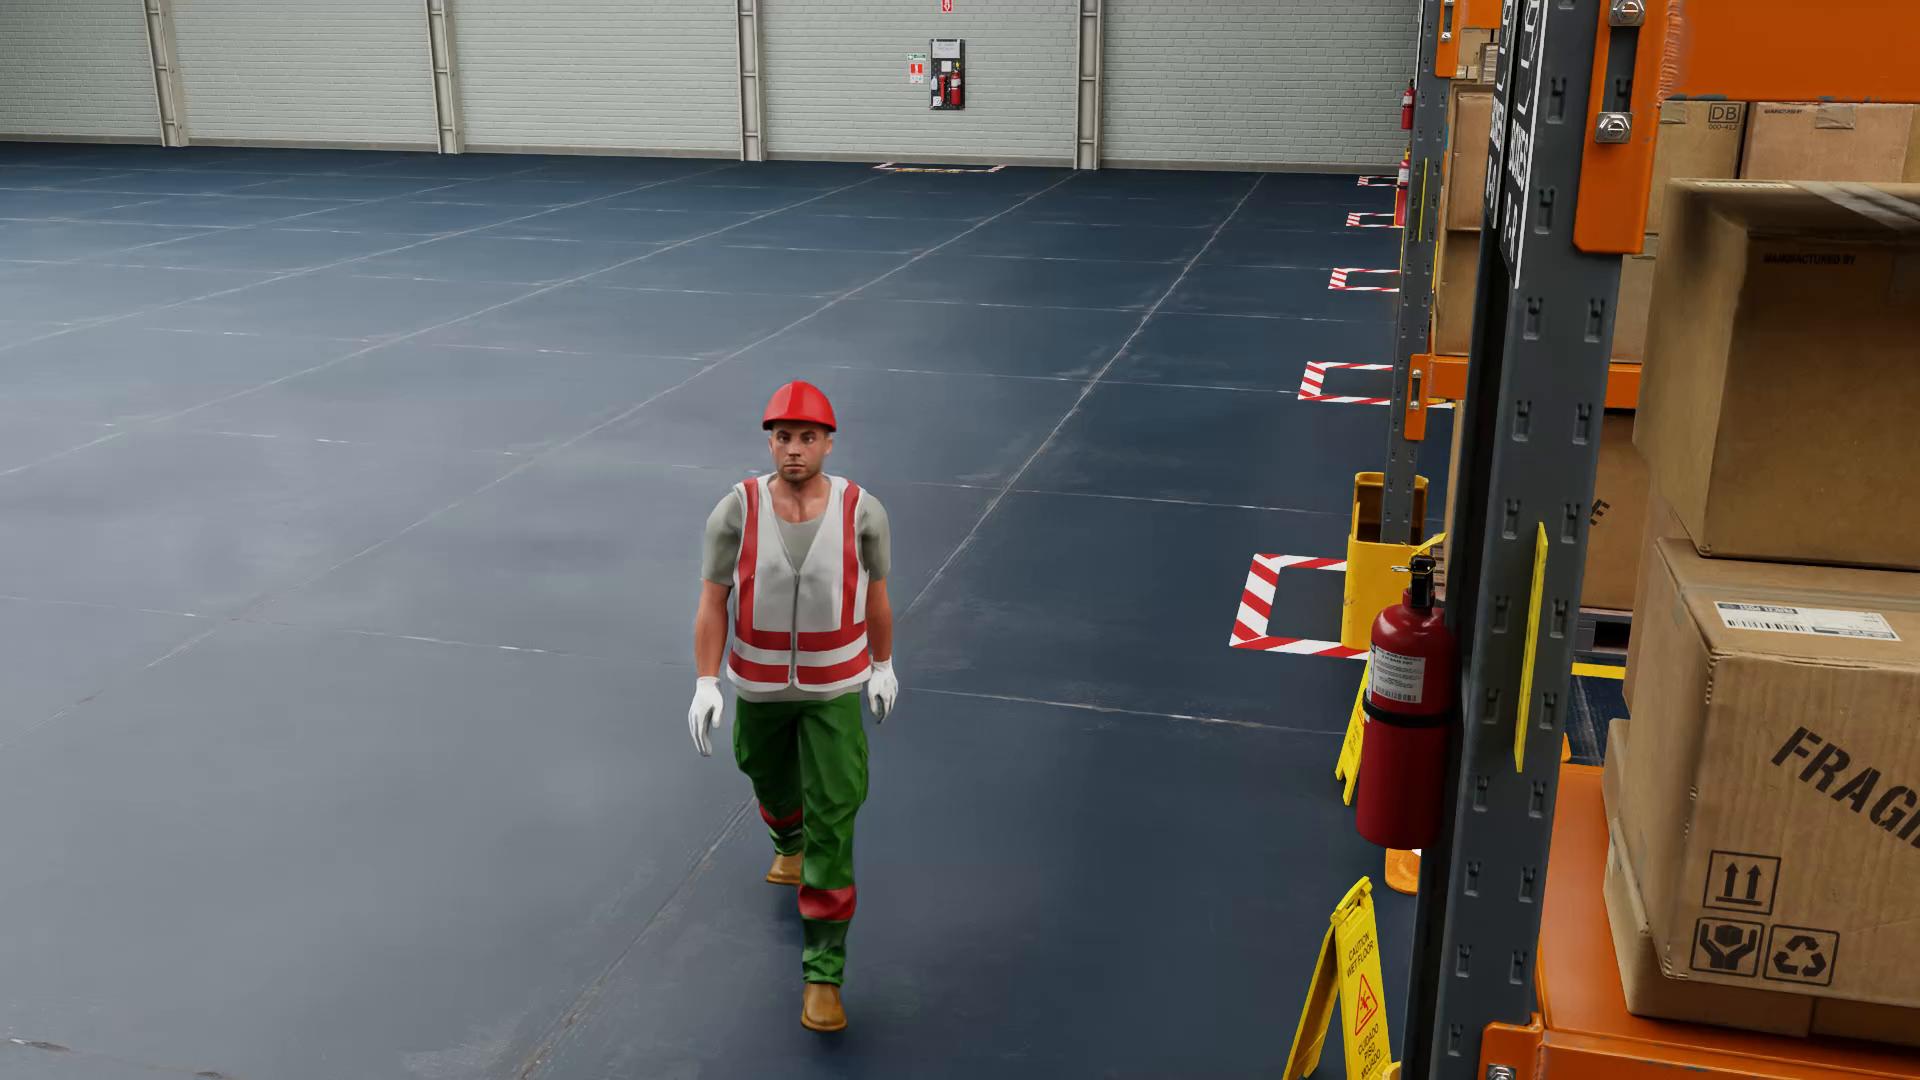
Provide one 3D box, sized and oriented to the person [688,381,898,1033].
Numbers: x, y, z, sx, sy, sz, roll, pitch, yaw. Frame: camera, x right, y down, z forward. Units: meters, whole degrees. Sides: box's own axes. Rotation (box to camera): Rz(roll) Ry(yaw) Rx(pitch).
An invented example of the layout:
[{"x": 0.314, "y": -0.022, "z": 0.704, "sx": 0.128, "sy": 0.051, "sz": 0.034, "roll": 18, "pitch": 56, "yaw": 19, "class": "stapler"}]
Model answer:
[{"x": -0.473, "y": 0.419, "z": 4.755, "sx": 0.567, "sy": 1.745, "sz": 1.061, "roll": 0, "pitch": 18, "yaw": 1, "class": "person"}]
